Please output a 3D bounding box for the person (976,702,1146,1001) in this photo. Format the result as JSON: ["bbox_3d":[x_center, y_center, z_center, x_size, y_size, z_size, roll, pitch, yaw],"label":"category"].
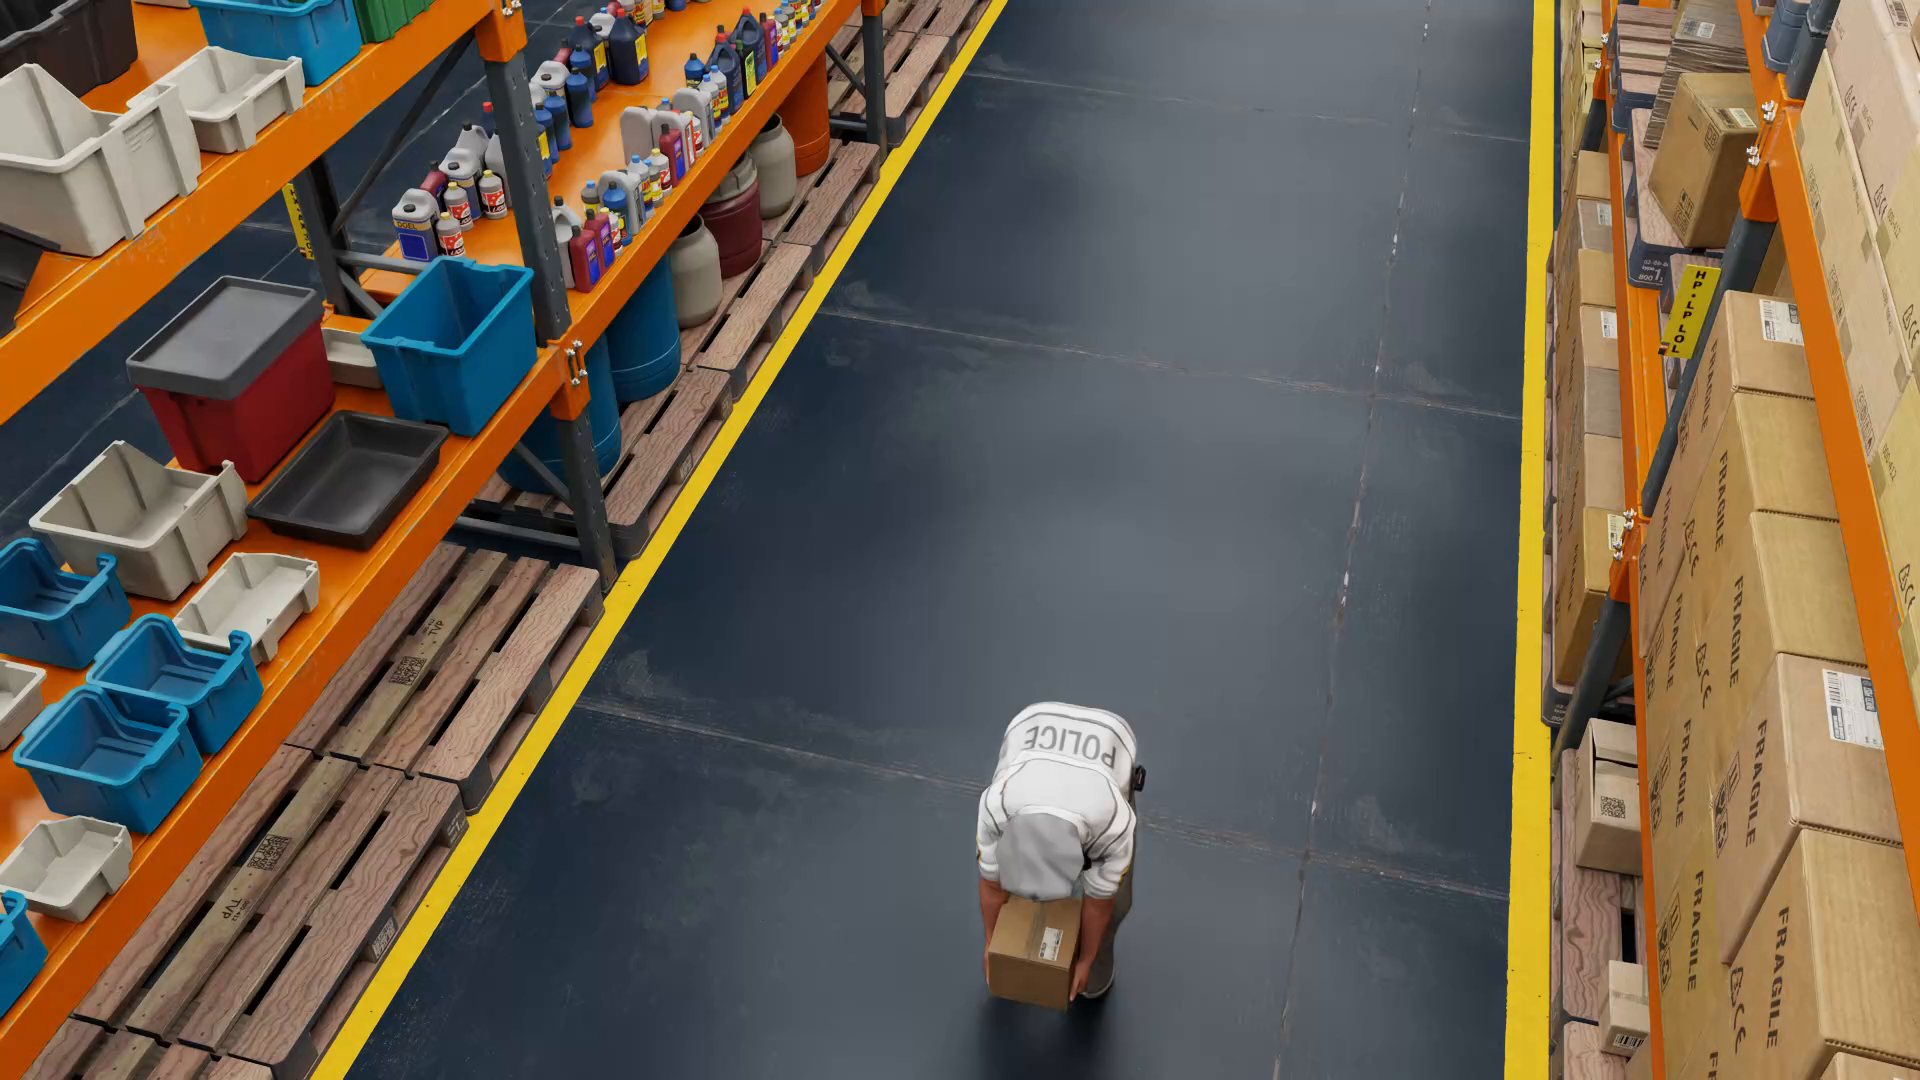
[{"bbox_3d":[0.291,1.086,5.245,0.493,1.297,0.987,9,42,10],"label":"person"}]
